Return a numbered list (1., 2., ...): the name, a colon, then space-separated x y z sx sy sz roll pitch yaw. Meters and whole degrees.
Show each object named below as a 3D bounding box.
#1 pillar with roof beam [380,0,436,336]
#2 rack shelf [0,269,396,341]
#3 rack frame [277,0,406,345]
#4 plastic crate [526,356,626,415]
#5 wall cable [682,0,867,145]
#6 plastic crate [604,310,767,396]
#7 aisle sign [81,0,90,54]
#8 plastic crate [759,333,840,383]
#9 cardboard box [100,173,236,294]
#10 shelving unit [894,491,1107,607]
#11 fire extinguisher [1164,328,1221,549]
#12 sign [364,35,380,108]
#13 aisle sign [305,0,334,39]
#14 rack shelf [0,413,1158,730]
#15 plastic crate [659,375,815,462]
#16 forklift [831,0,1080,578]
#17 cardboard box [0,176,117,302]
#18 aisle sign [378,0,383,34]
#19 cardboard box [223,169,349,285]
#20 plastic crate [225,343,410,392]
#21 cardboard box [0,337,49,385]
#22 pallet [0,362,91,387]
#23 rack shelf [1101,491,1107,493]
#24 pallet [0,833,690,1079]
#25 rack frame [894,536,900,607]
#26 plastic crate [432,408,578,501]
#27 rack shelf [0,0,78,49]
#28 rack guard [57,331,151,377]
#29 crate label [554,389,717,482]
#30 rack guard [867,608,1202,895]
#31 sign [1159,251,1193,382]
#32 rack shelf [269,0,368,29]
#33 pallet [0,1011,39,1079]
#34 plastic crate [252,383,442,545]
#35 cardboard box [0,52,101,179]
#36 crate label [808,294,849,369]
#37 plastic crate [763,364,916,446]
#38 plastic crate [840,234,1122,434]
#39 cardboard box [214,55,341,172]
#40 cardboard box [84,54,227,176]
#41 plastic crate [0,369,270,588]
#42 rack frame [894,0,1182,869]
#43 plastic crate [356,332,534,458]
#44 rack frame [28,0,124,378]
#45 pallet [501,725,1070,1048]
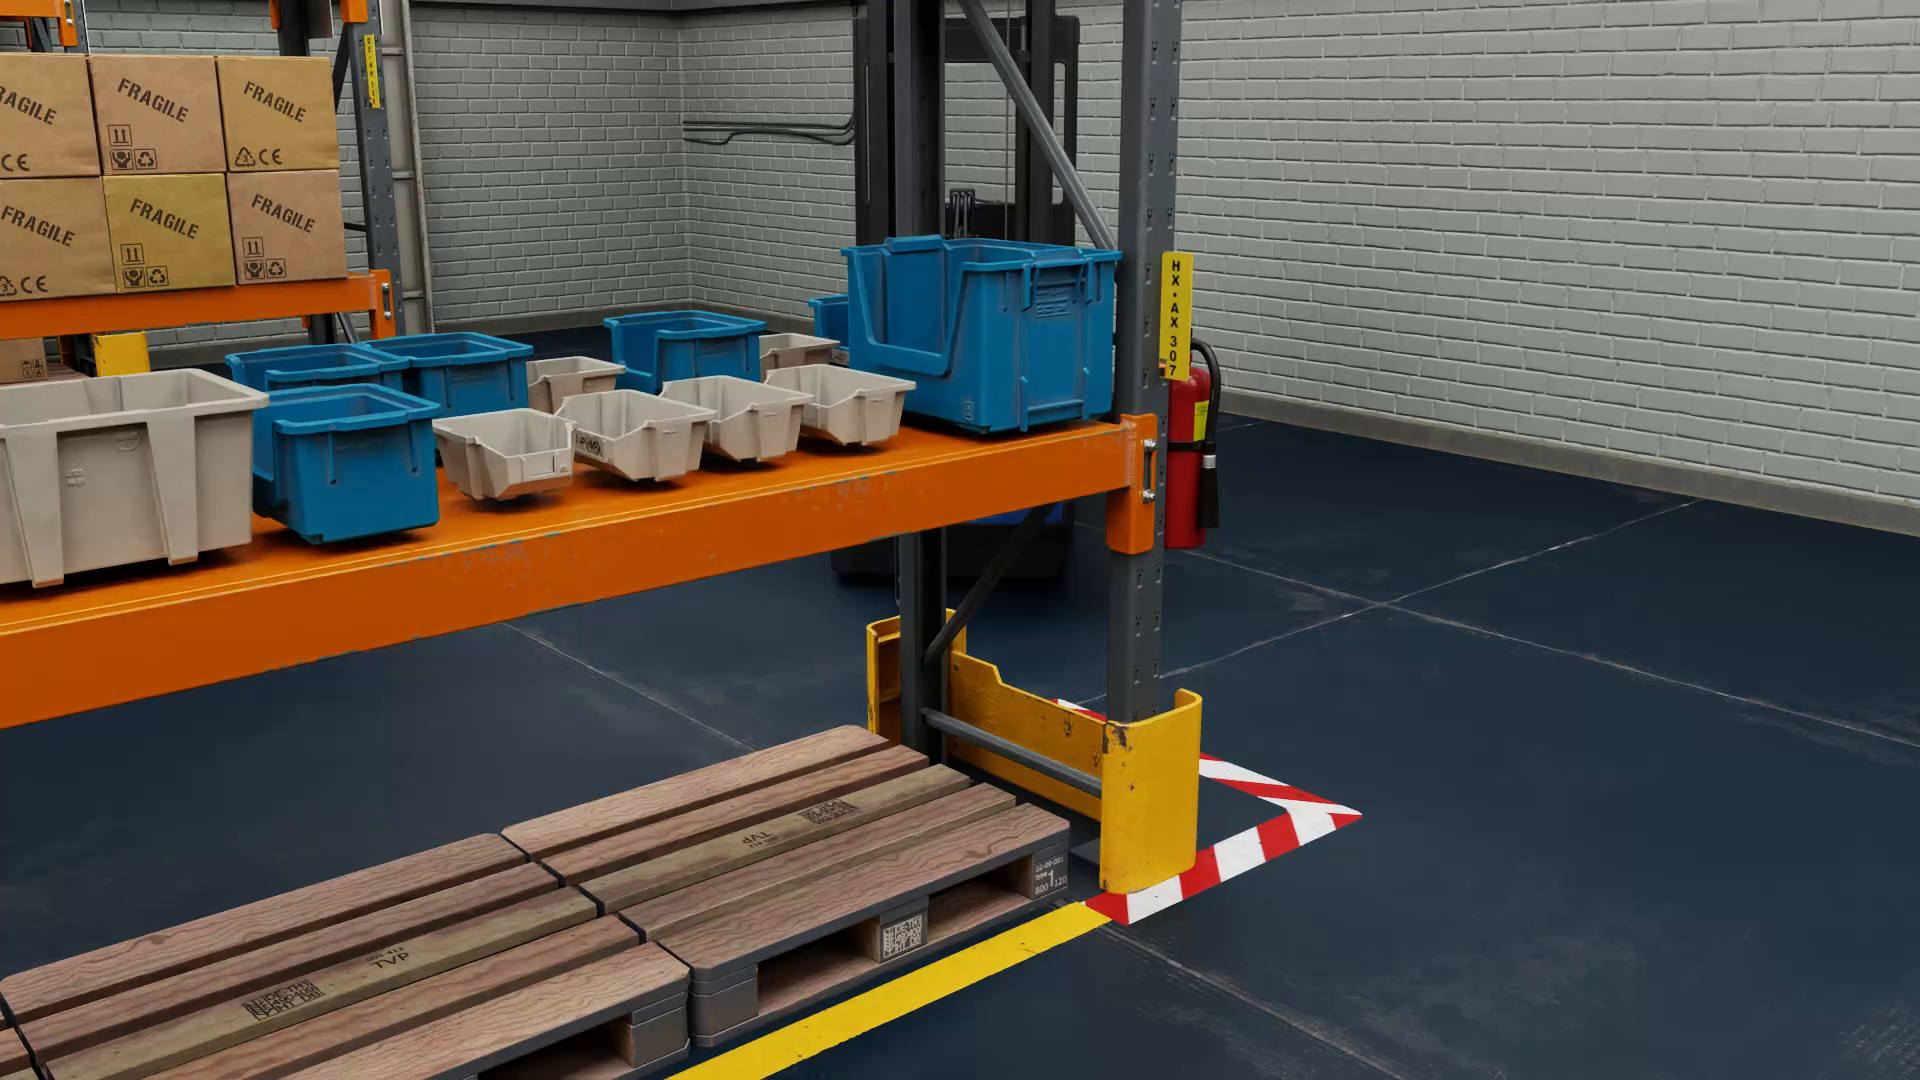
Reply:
1. pillar with roof beam: -2.028 -5.215 10.335 0.400 9.000 9.100 -13 19 -39
2. rack shelf: -4.577 -0.878 7.120 4.000 0.370 1.077 -13 19 -39
3. rack frame: -3.068 -1.565 8.296 0.127 3.000 1.000 -13 19 -39
4. plastic crate: -1.030 -0.371 4.220 0.298 0.136 0.250 -13 19 -39
5. wall cable: -1.821 -4.815 14.857 0.112 2.526 3.097 -13 19 -39
6. plastic crate: -0.718 -0.459 4.363 0.300 0.233 0.416 -13 19 -39
7. aisle sign: -6.071 -3.738 11.395 0.004 0.787 0.394 -13 19 -39
8. plastic crate: -0.518 -0.485 4.650 0.298 0.136 0.250 -13 19 -39
9. cardboard box: -3.616 -1.396 7.469 0.500 0.500 0.500 -12 19 -39
10. shelving unit: 0.269 -0.419 6.911 1.048 1.500 0.538 -2 15 -8
11. fire extinguisher: 0.593 -0.319 4.506 0.183 0.674 0.296 -13 19 -39
12. sign: -2.719 -2.165 7.688 0.005 0.325 0.100 -13 19 -39
13. aisle sign: -3.209 -2.890 8.218 0.004 0.787 0.394 -13 19 -39
14. rack shelf: -1.328 0.087 3.508 4.000 0.370 1.077 -13 19 -39
15. plastic crate: -0.544 -0.282 3.887 0.243 0.136 0.396 -13 19 -39
16. forklift: 0.046 -1.577 8.476 1.130 2.935 3.031 1 15 4
17. cardboard box: -3.996 -1.312 7.156 0.500 0.500 0.500 -12 19 -39
18. aisle sign: -2.816 -2.773 7.780 0.004 0.787 0.394 -13 19 -39
19. cardboard box: -3.227 -1.484 7.800 0.500 0.500 0.500 -12 19 -38
20. plastic crate: -1.441 -0.296 3.755 0.300 0.233 0.416 -13 19 -39
21. cardboard box: -6.785 -1.386 11.655 0.500 0.500 0.700 -13 19 -39
22. pallet: -6.875 -1.031 11.699 1.213 0.211 1.003 -13 19 -39
23. rack shelf: 0.269 -0.246 6.958 1.000 0.185 0.538 -2 15 -8
24. pallet: -1.387 1.085 3.779 1.213 0.211 1.003 -13 19 -39
25. rack frame: -0.234 -0.401 6.843 0.032 1.500 0.500 -2 15 -8
26. plastic crate: -0.949 -0.176 3.491 0.250 0.136 0.298 -13 19 -39
27. rack shelf: -7.831 -3.291 10.341 4.000 0.370 1.077 -13 19 -39
28. rack guard: -6.305 -1.325 12.242 0.348 0.500 1.175 -13 19 -39
29. crate label: -0.738 -0.230 3.693 0.243 0.136 0.396 -13 19 -39
30. rack guard: 0.190 0.601 5.030 0.348 0.500 1.175 -13 19 -39
31. sign: 0.554 -0.574 4.272 0.005 0.325 0.100 -13 19 -39
32. rack shelf: -4.577 -2.328 6.733 4.000 0.370 1.077 -13 19 -39
33. pallet: -2.308 1.293 3.001 1.213 0.211 1.003 -13 19 -39
34. plastic crate: -1.200 -0.150 3.208 0.300 0.233 0.416 -13 19 -39
35. cardboard box: -3.992 -1.793 7.018 0.500 0.500 0.500 -12 19 -38
36. crate label: -0.222 -0.570 4.780 0.303 0.233 0.416 -13 19 -39
37. plastic crate: -0.316 -0.328 4.060 0.243 0.136 0.396 -13 19 -39
38. plastic crate: 0.051 -0.553 4.322 0.499 0.435 0.616 -13 19 -39
39. cardboard box: -3.223 -1.967 7.671 0.500 0.500 0.500 -13 20 -40
40. cardboard box: -3.604 -1.881 7.350 0.500 0.500 0.500 -12 19 -38
41. plastic crate: -1.564 -0.117 2.988 0.530 0.282 0.437 -13 19 -39
42. rack frame: 0.181 -0.600 4.683 0.127 3.000 1.000 -13 19 -39
43. plastic crate: -1.215 -0.347 3.945 0.300 0.233 0.416 -13 19 -39
44. rack frame: -6.323 -2.529 11.904 0.127 3.000 1.000 -13 19 -39
45. pallet: -0.467 0.880 4.548 1.213 0.211 1.003 -13 19 -39
